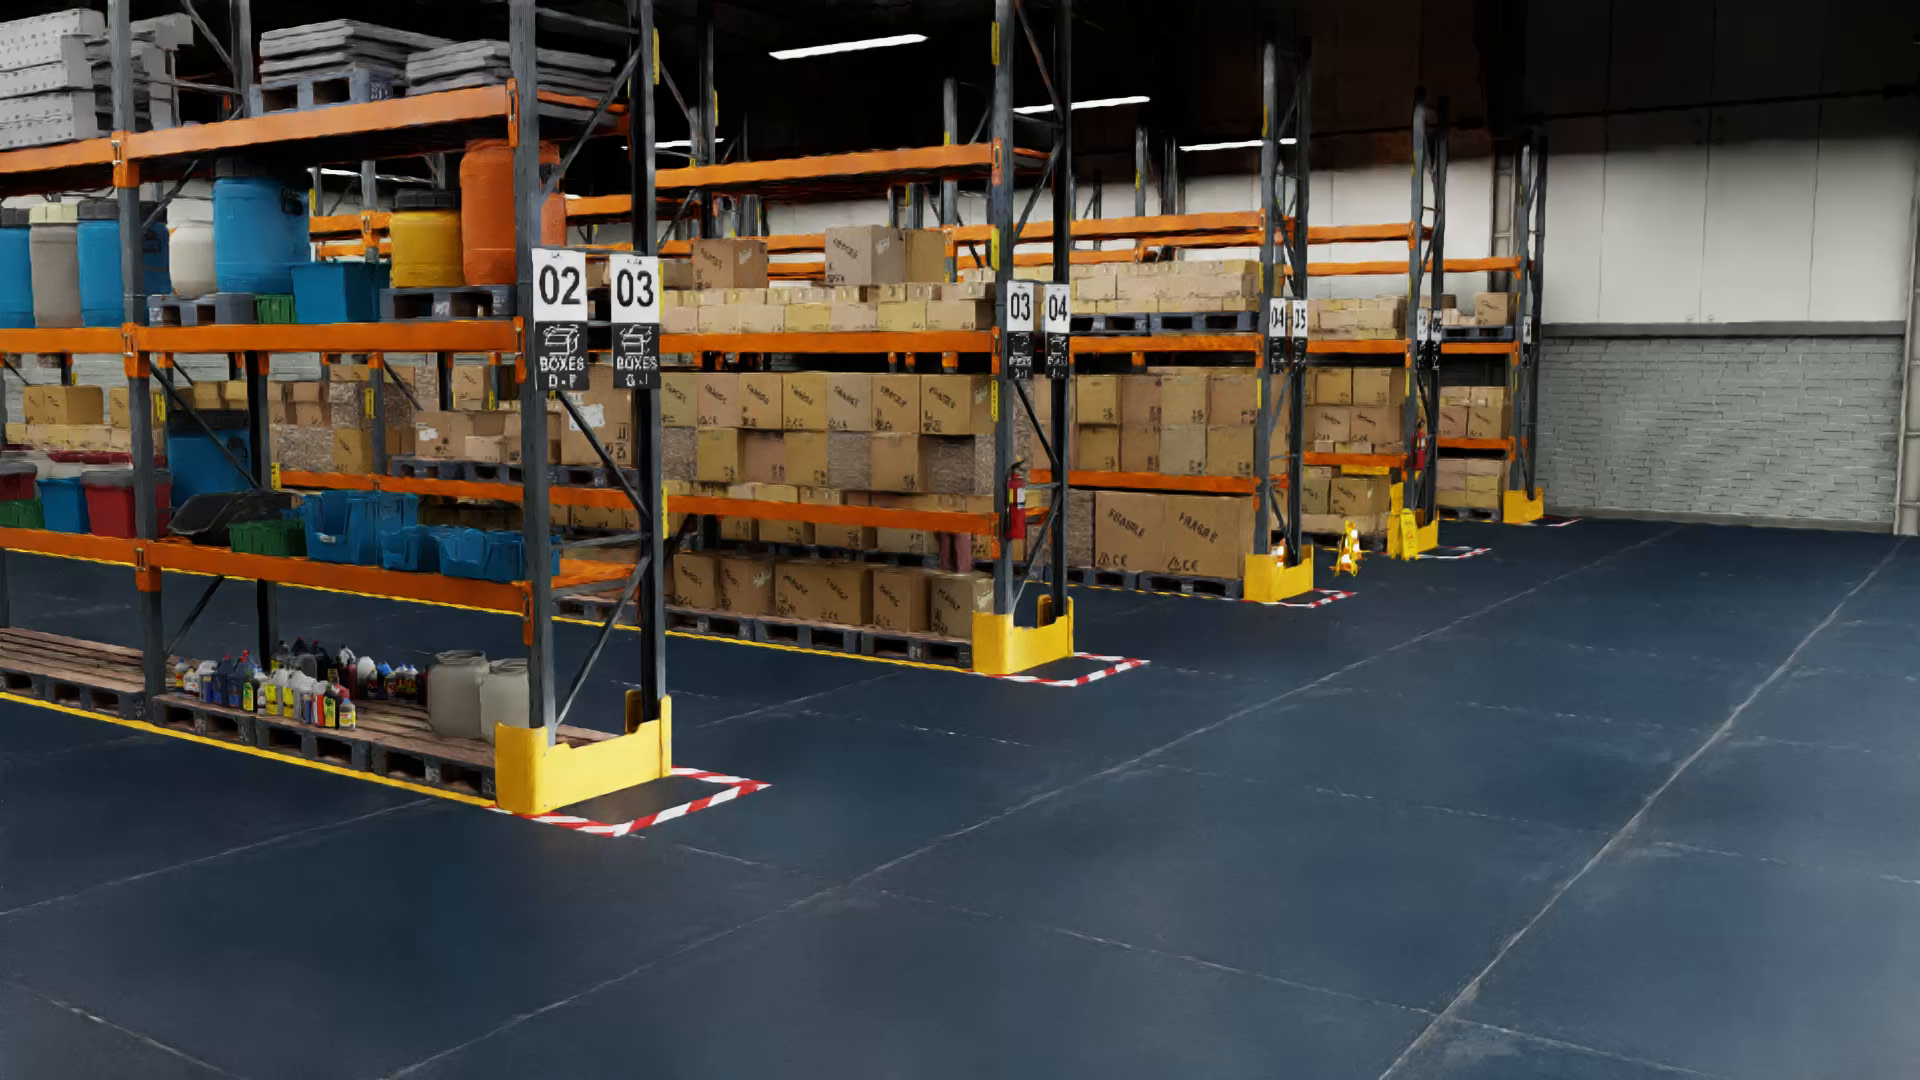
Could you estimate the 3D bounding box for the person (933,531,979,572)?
[{"bbox_3d":[-0.021,-0.090,16.586,0.525,1.673,0.358,3,7,24],"label":"person"}]
